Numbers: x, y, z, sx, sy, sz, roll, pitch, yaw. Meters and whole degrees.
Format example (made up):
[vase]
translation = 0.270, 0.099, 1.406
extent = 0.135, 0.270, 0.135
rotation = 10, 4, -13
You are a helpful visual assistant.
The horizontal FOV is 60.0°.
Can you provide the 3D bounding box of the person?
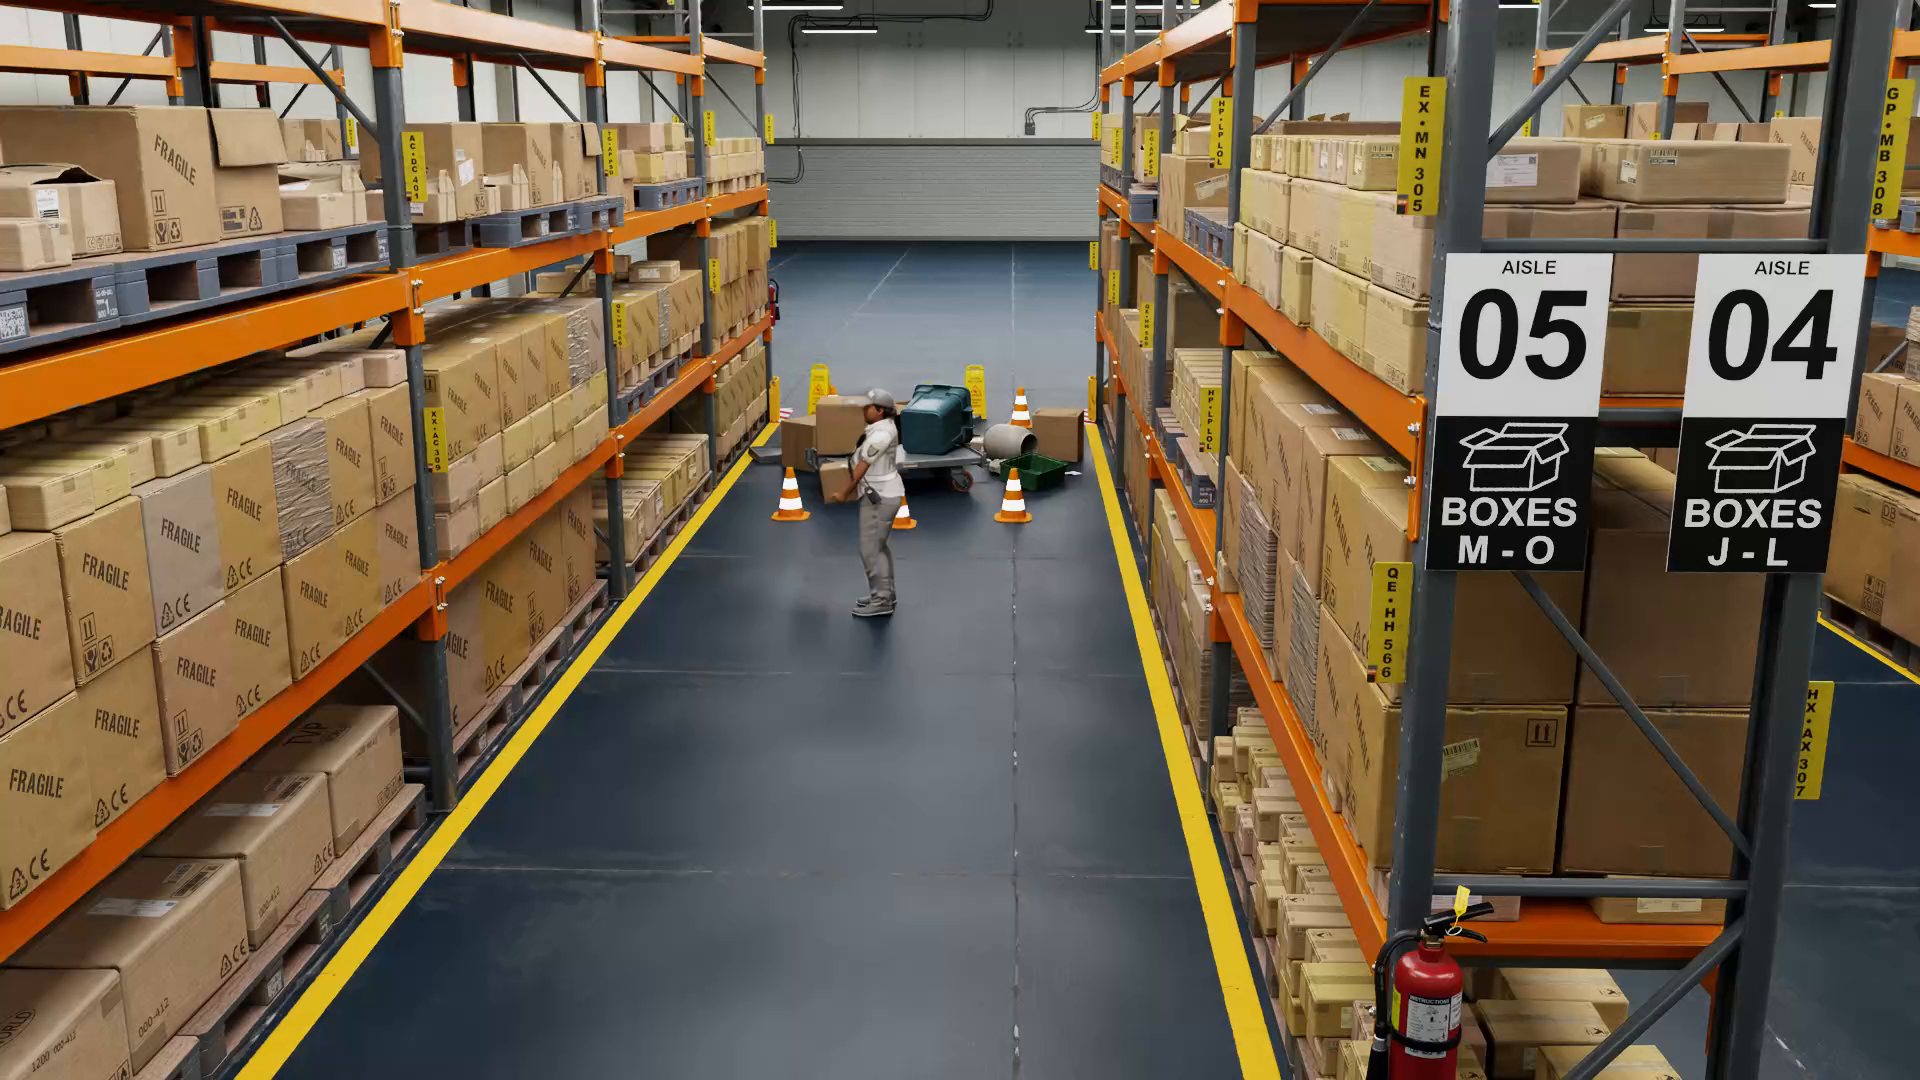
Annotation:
[person]
translation = 7.839, -7.222, 30.965
extent = 16.727, 6.007, 40.629
rotation = 0, 14, 1
